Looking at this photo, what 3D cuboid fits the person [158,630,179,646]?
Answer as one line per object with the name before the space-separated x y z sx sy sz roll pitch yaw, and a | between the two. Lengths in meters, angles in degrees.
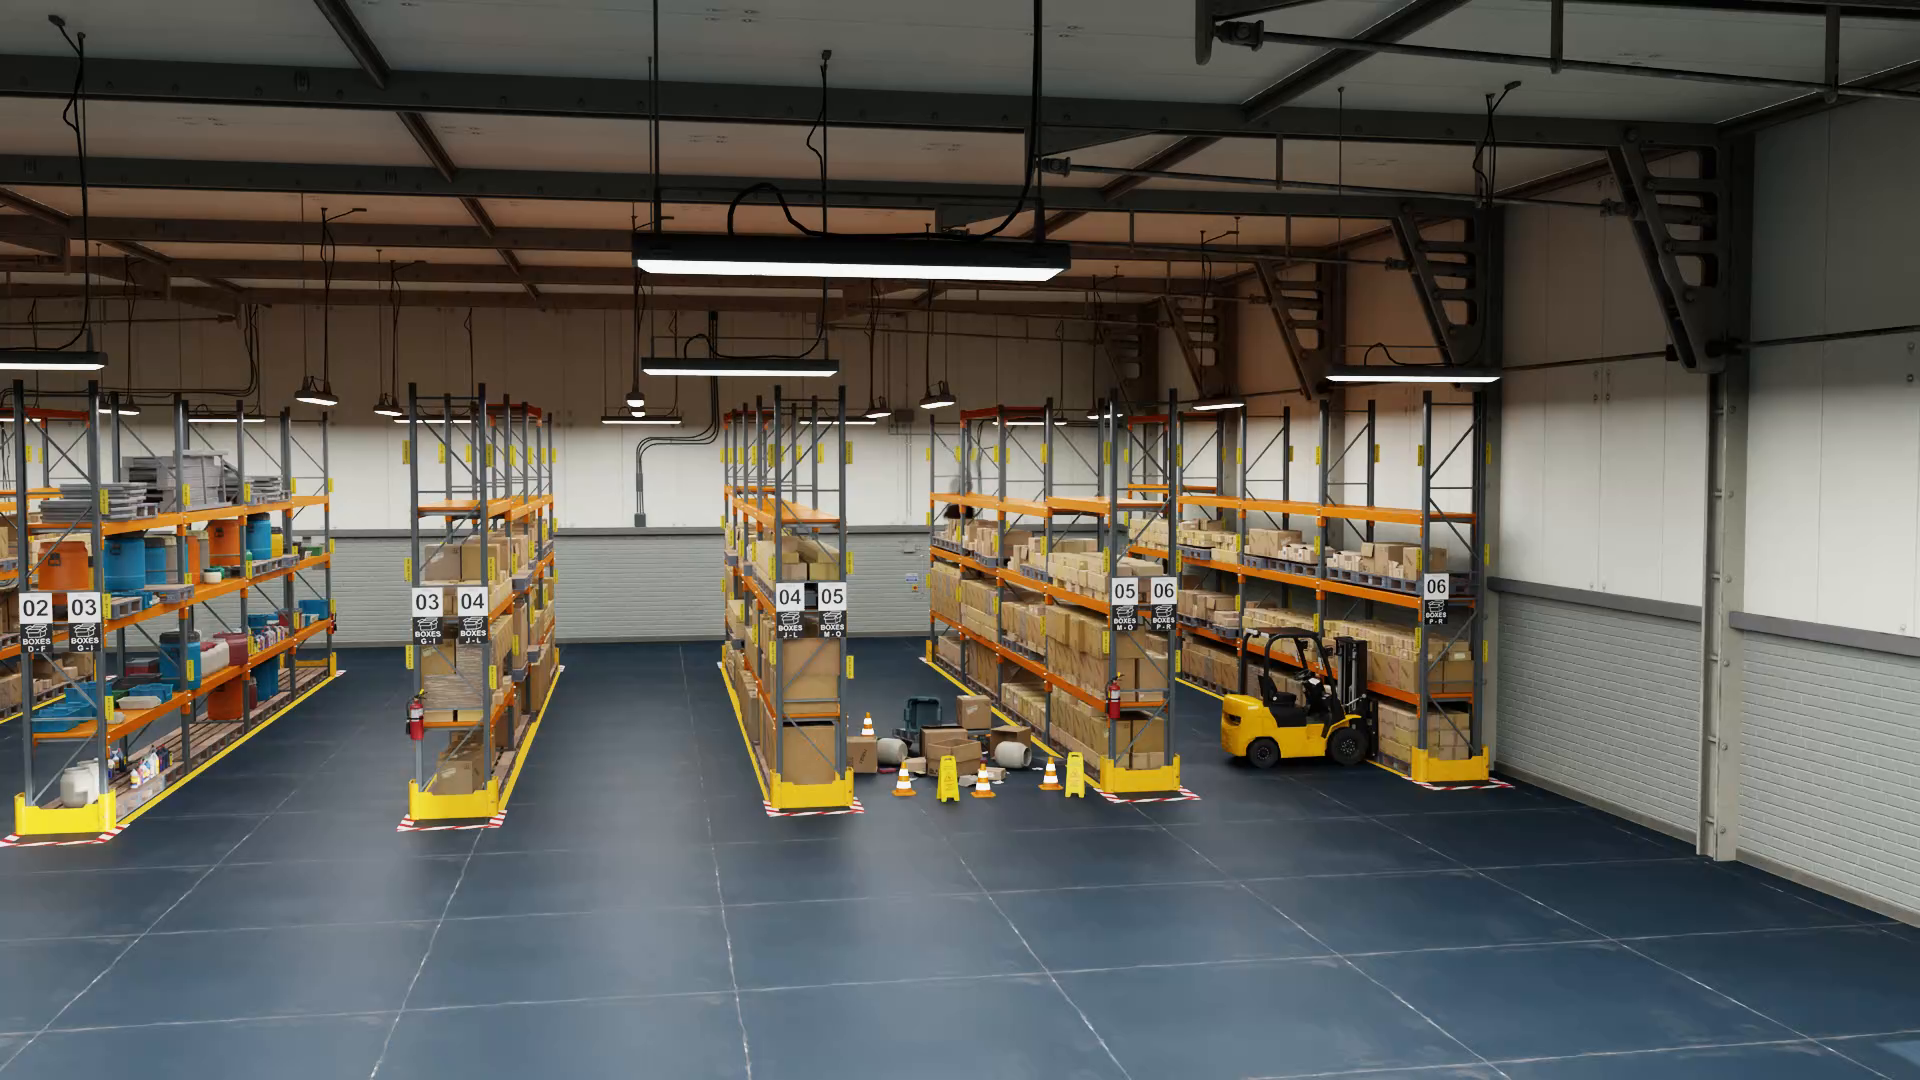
person | -15.853 2.554 33.621 0.644 1.496 0.816 -1 3 -26
